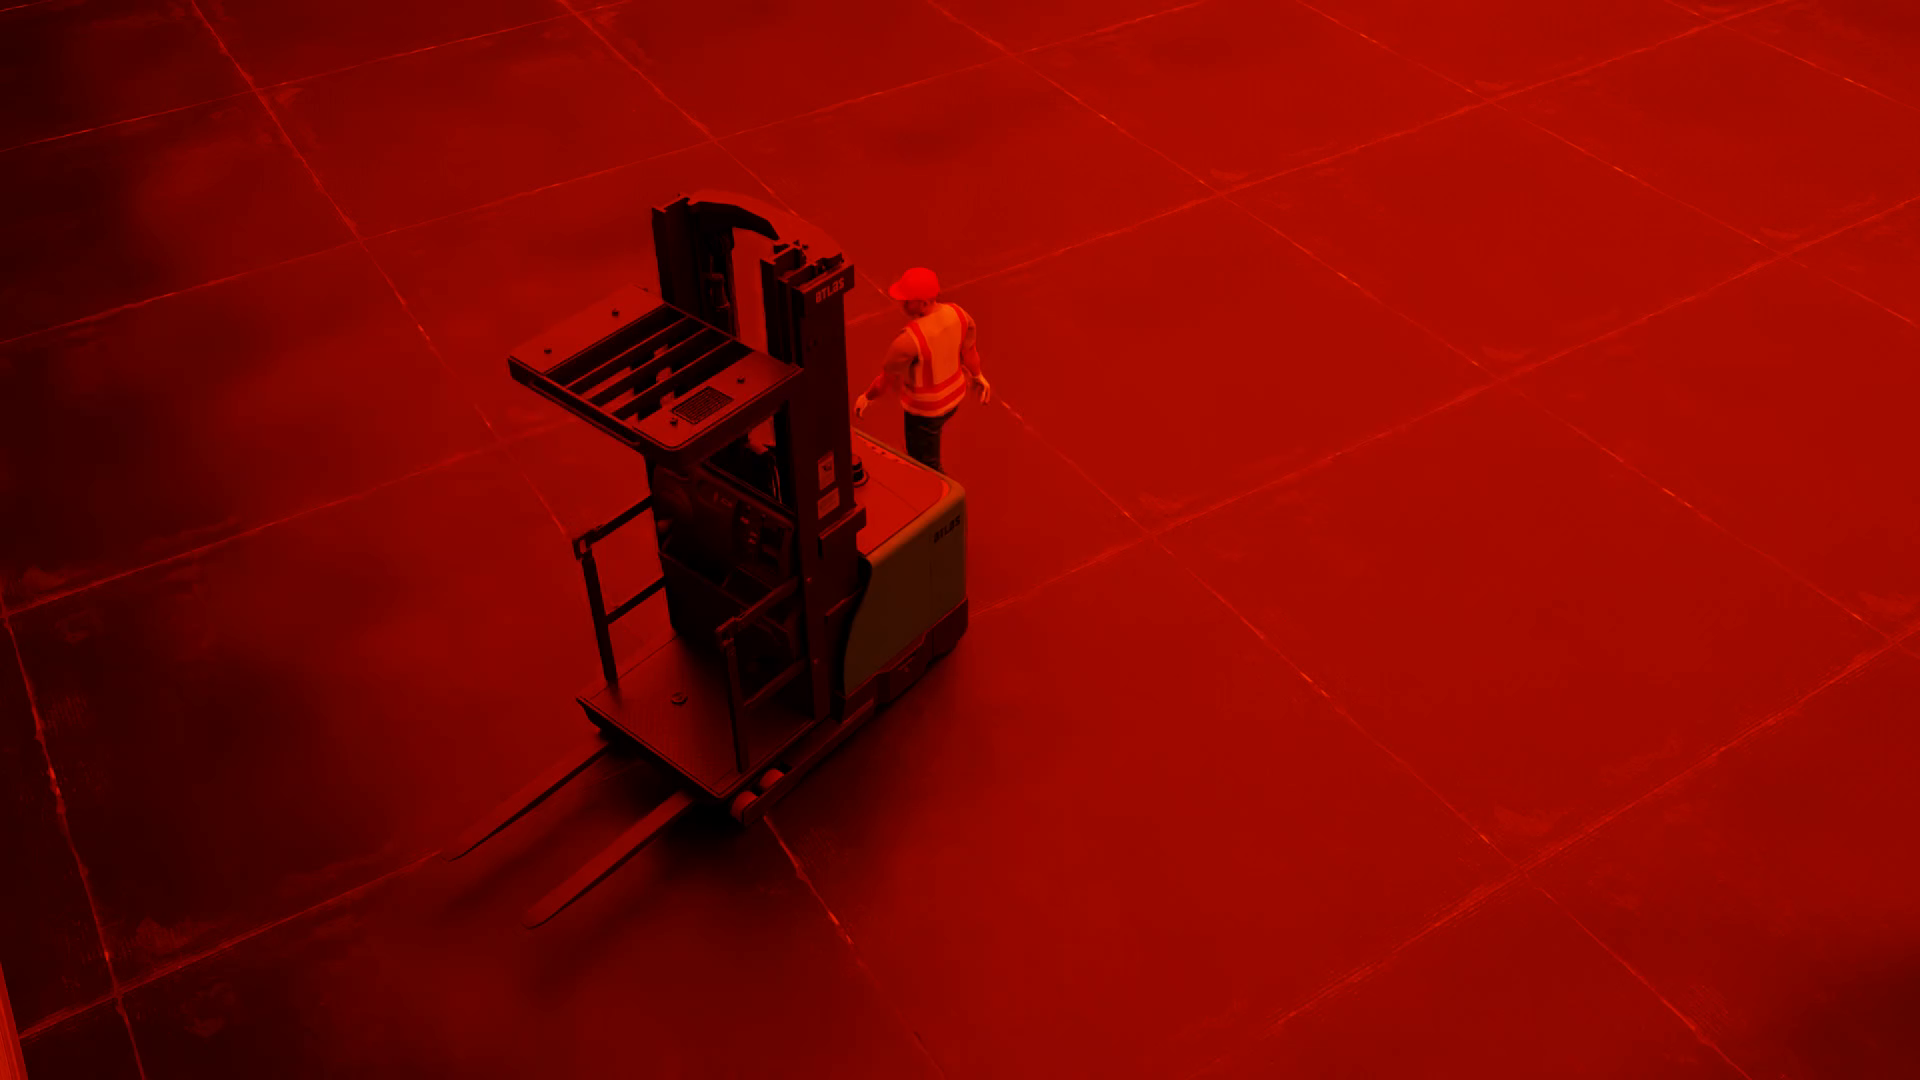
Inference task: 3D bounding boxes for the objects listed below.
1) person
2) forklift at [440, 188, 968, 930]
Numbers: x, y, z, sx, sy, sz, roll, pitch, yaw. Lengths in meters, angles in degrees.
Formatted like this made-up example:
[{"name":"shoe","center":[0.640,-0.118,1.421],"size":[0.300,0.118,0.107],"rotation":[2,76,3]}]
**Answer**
[{"name":"person","center":[-0.260,-0.885,9.732],"size":[0.898,1.737,0.743],"rotation":[29,49,29]},{"name":"forklift","center":[-1.283,-0.038,7.914],"size":[1.130,2.935,3.031],"rotation":[29,49,29]}]
